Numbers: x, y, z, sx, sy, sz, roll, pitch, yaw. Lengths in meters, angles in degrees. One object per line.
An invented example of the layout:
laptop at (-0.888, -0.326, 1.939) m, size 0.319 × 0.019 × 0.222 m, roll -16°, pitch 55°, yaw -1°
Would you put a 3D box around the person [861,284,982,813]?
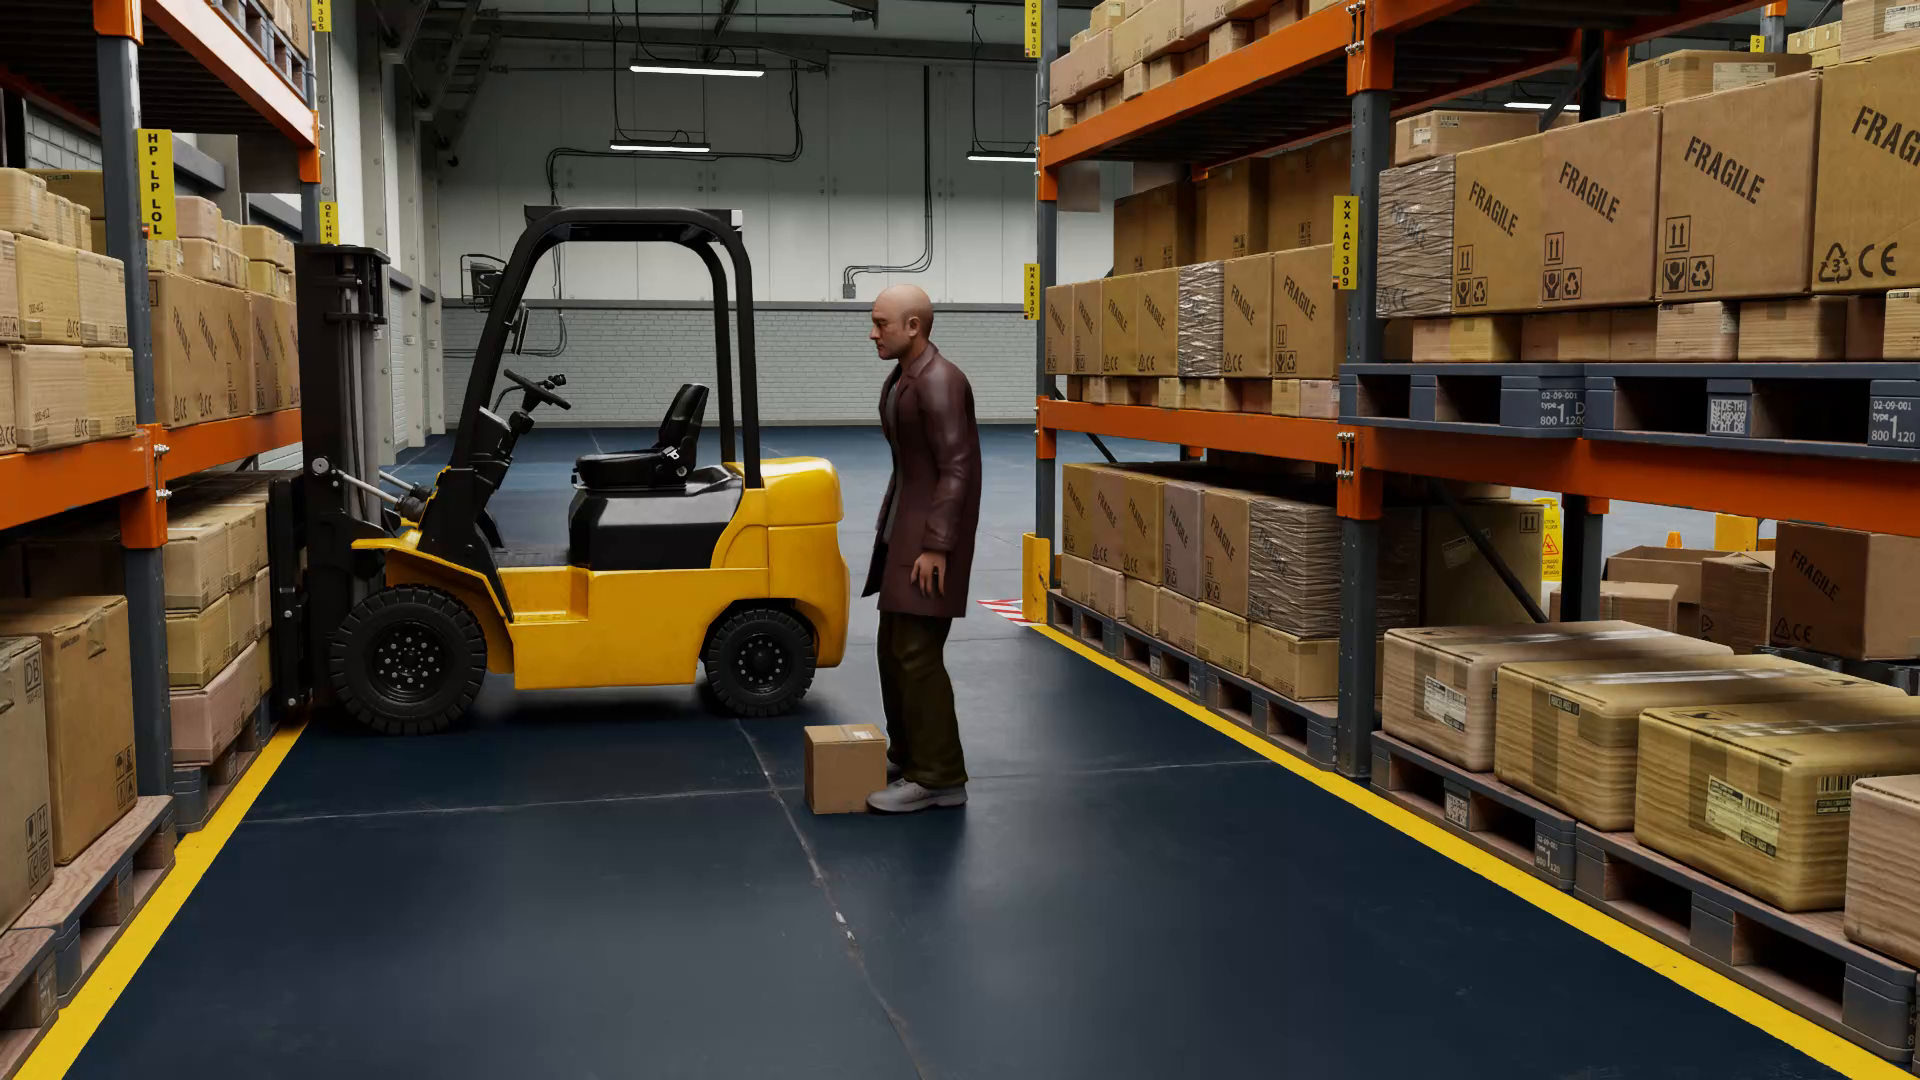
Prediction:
person at (-0.150, 0.021, 5.689) m, size 0.429 × 1.772 × 0.650 m, roll -2°, pitch 6°, yaw -17°
